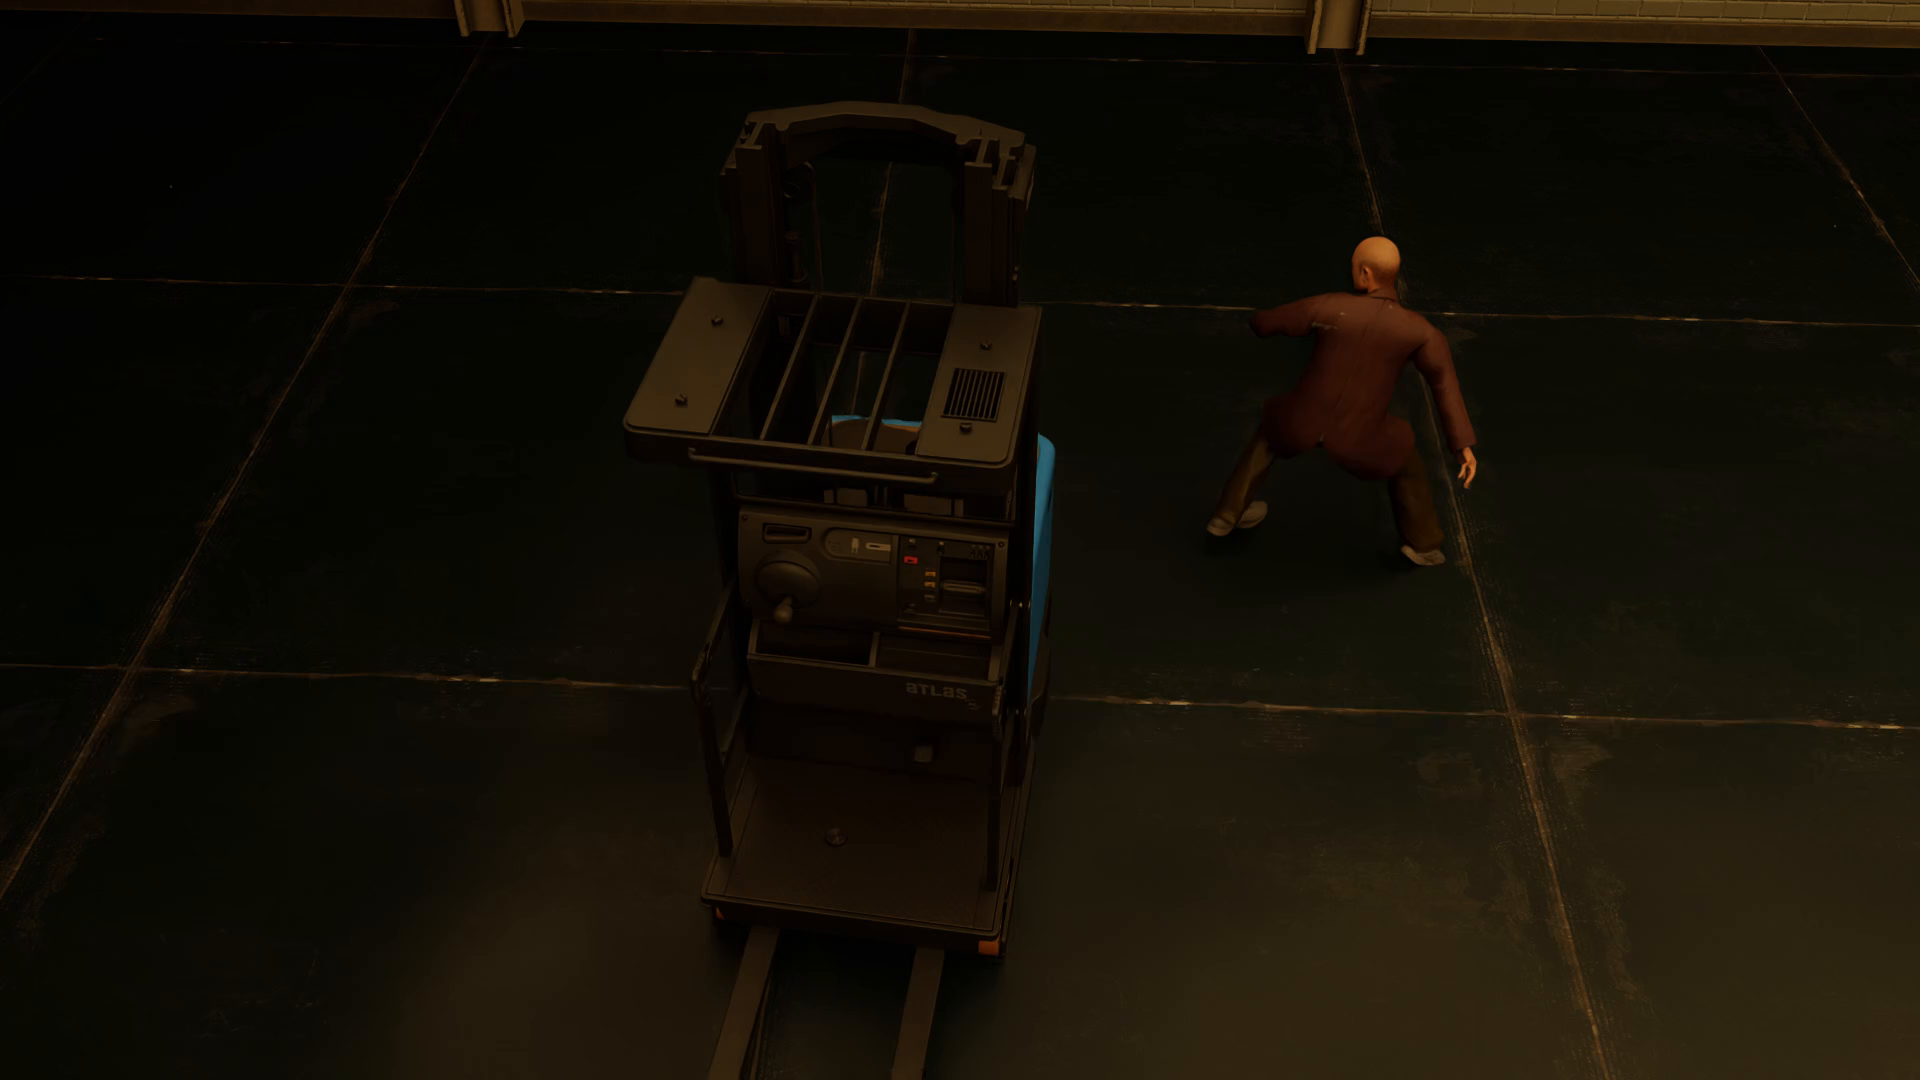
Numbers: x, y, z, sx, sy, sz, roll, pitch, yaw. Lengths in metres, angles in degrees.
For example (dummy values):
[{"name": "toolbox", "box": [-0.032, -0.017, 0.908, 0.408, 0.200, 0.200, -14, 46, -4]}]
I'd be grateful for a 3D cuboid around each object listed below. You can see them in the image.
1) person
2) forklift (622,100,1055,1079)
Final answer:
[{"name": "person", "box": [1.754, -0.505, 7.393, 1.144, 1.706, 0.599, 19, 46, 19]}, {"name": "forklift", "box": [-0.332, 0.205, 5.518, 1.130, 2.935, 3.031, 6, 43, 6]}]
